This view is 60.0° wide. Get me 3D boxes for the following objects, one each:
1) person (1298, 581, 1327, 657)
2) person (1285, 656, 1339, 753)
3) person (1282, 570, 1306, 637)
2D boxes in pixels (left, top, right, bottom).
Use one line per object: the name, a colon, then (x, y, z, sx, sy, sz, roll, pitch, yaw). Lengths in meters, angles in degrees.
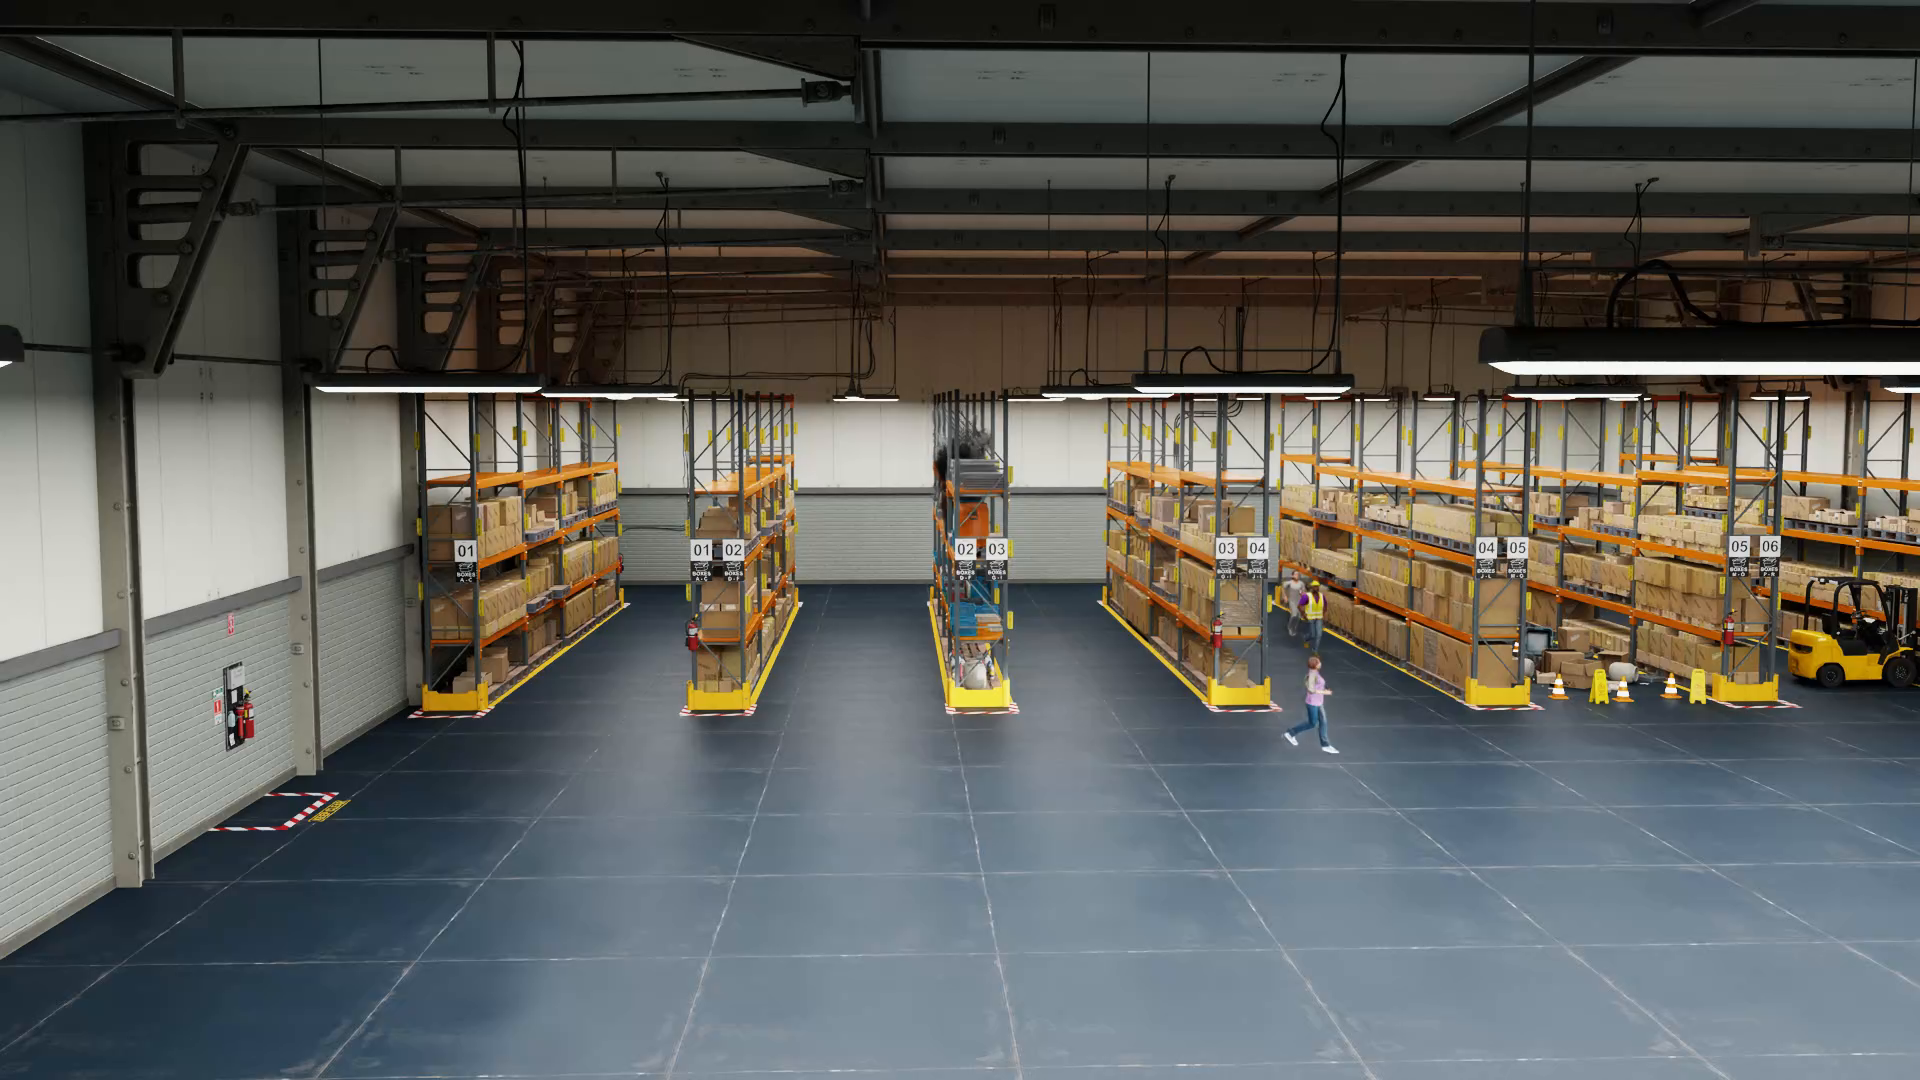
person: (8.055, 1.785, 37.904, 0.697, 1.724, 0.677, -1, 5, -10)
person: (5.783, 2.694, 27.275, 0.872, 1.593, 0.540, 2, 5, 22)
person: (8.231, 1.554, 40.840, 0.537, 1.640, 0.649, -1, 5, -9)
